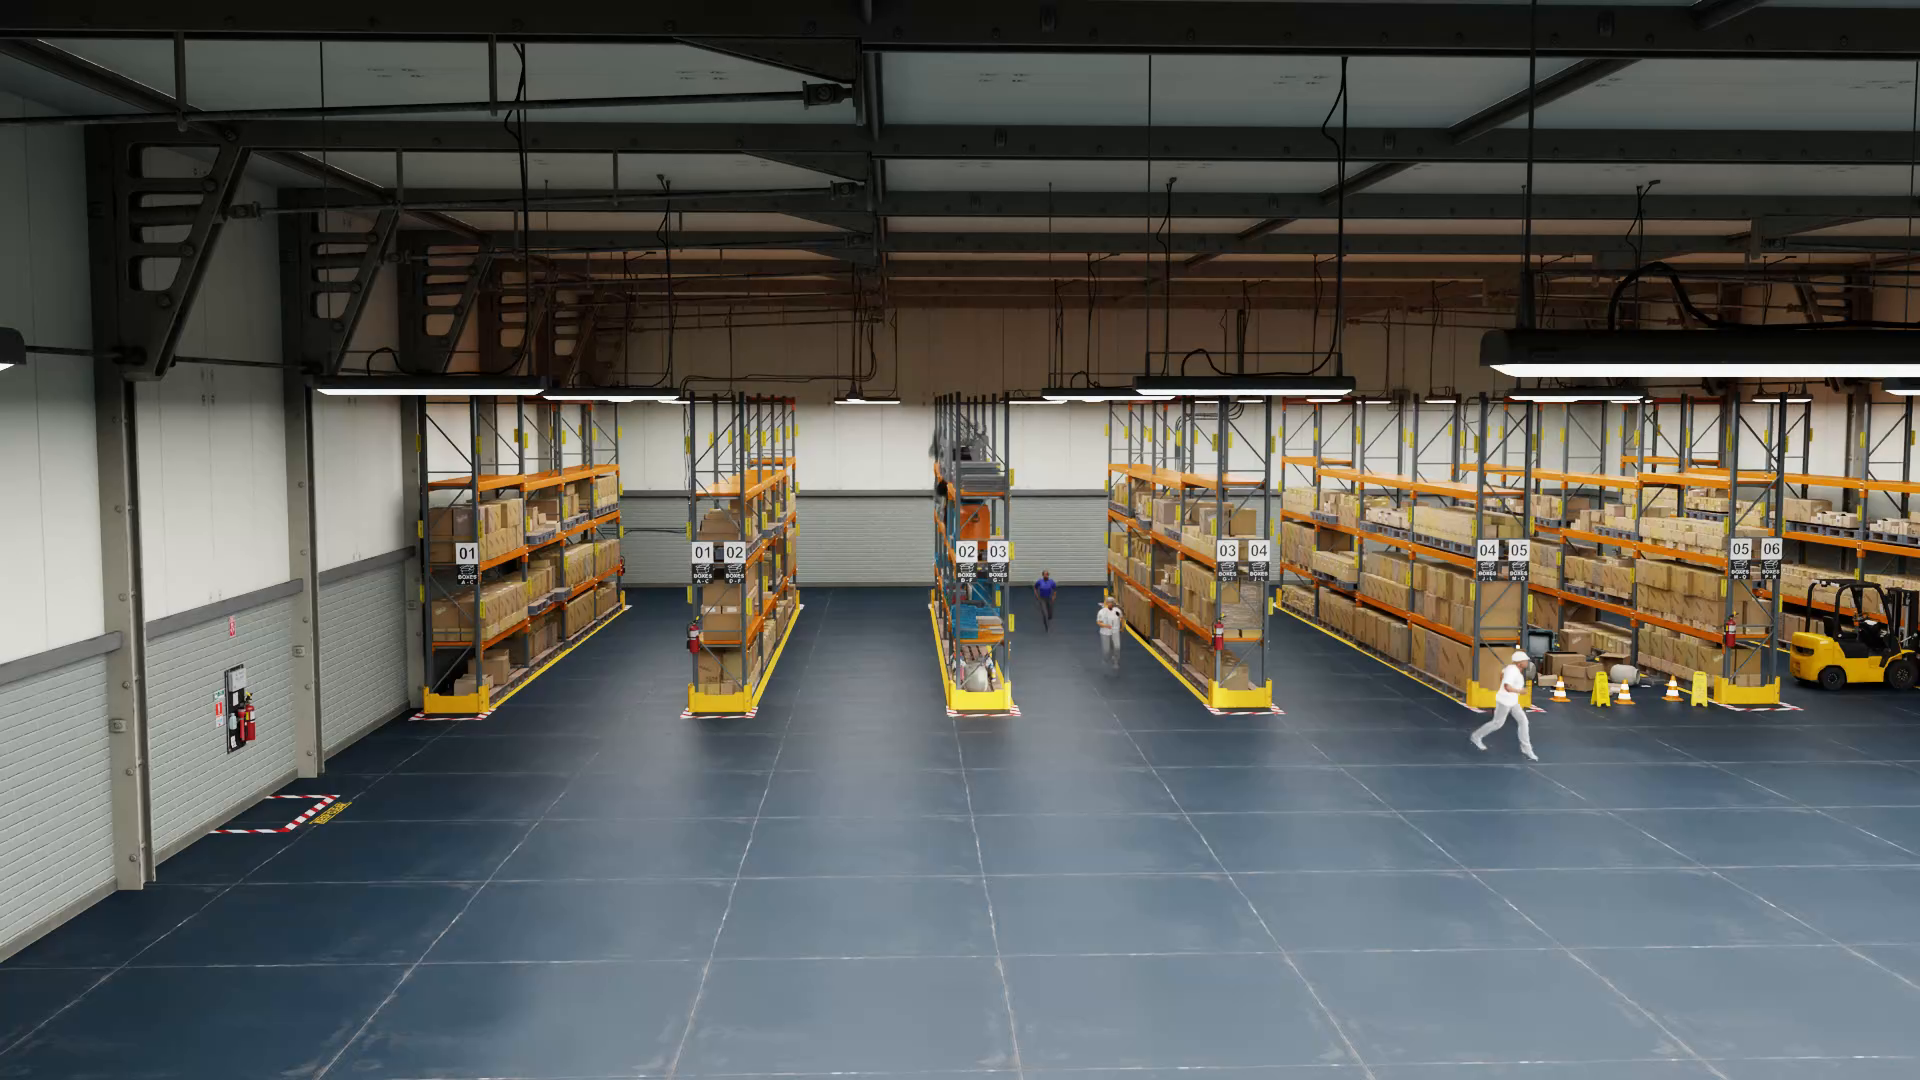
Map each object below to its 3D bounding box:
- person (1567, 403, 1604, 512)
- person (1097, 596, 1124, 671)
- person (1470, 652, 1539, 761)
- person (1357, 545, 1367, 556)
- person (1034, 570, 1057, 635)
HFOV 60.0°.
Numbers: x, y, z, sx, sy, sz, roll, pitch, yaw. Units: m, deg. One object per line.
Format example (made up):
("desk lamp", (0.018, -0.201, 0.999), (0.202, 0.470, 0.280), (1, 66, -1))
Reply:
("person", (13.165, -0.702, 43.863), (1.430, 5.785, 8.966), (-2, 5, -21))
("person", (3.193, 1.969, 35.223), (0.617, 1.565, 0.717), (0, 5, -4))
("person", (8.895, 2.684, 27.145), (1.094, 1.763, 0.698), (3, 6, 35))
("person", (11.682, 0.968, 48.792), (0.697, 1.710, 0.627), (0, 5, -6))
("person", (2.161, 1.562, 42.049), (0.600, 1.632, 0.723), (0, 5, -3))
